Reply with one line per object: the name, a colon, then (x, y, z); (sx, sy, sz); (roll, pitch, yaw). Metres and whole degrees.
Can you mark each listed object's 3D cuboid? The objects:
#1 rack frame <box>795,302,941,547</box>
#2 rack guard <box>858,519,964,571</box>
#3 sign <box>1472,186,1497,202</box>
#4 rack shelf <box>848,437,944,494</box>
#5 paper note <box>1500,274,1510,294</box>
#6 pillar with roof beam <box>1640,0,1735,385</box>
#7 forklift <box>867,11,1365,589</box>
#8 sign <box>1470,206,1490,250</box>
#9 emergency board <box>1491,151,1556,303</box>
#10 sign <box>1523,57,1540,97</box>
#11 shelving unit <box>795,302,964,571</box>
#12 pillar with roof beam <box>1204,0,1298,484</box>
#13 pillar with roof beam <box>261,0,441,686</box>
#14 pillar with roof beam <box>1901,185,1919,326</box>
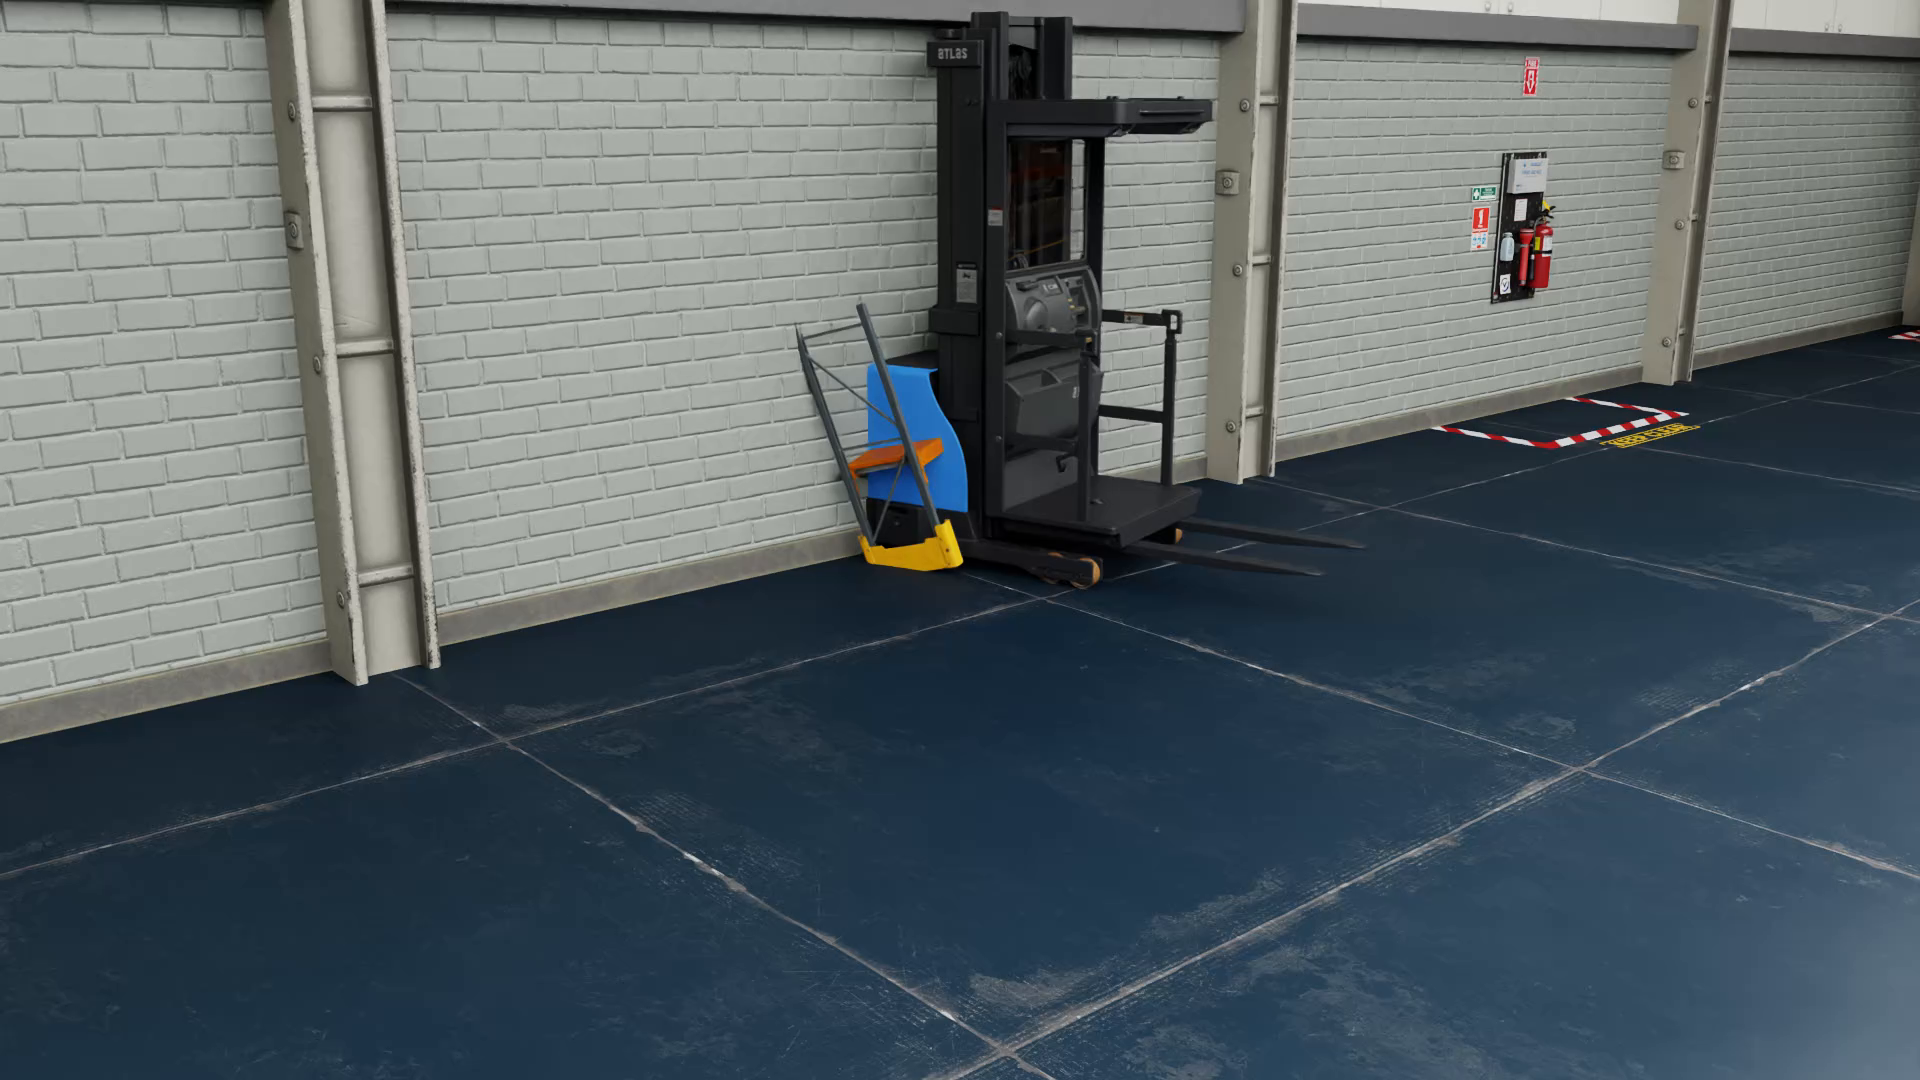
rack frame: (-0.476, -0.513, 8.967); (0.500, 1.500, 0.032); (-9, 18, 33)
rack guard: (-0.274, 0.051, 9.146); (0.587, 0.250, 0.087); (-9, 18, 33)
sign: (4.071, -2.689, 12.909); (0.331, 0.109, 0.001); (-13, 19, -39)
rack shelf: (-0.184, -0.544, 9.420); (0.538, 0.185, 1.000); (-9, 18, 33)
paper note: (4.368, -2.048, 13.313); (0.142, 0.148, 0.016); (-13, 19, -39)
pillar with roof beam: (9.262, -4.962, 10.889); (0.400, 9.000, 9.100); (-13, 19, -39)
forklift: (0.691, -1.313, 8.985); (3.031, 2.935, 1.130); (9, 18, 32)
sign: (4.062, -2.434, 12.981); (0.234, 0.329, 0.001); (-13, 19, -39)
emergency board: (4.547, -2.490, 13.261); (0.643, 1.169, 0.194); (-13, 19, -39)
sign: (4.475, -3.628, 13.029); (0.199, 0.298, 0.001); (-13, 19, -39)
shelving unit: (-0.235, -0.712, 9.380); (0.587, 1.500, 1.083); (-9, 18, 33)
pillar with roof beam: (4.736, -3.945, 7.083); (0.400, 9.000, 9.100); (-13, 19, -39)
pillar with roof beam: (0.209, -2.929, 3.278); (0.400, 9.000, 9.100); (-13, 19, -39)
pillar with roof beam: (13.788, -5.978, 14.694); (0.400, 9.000, 9.100); (-13, 19, -39)
